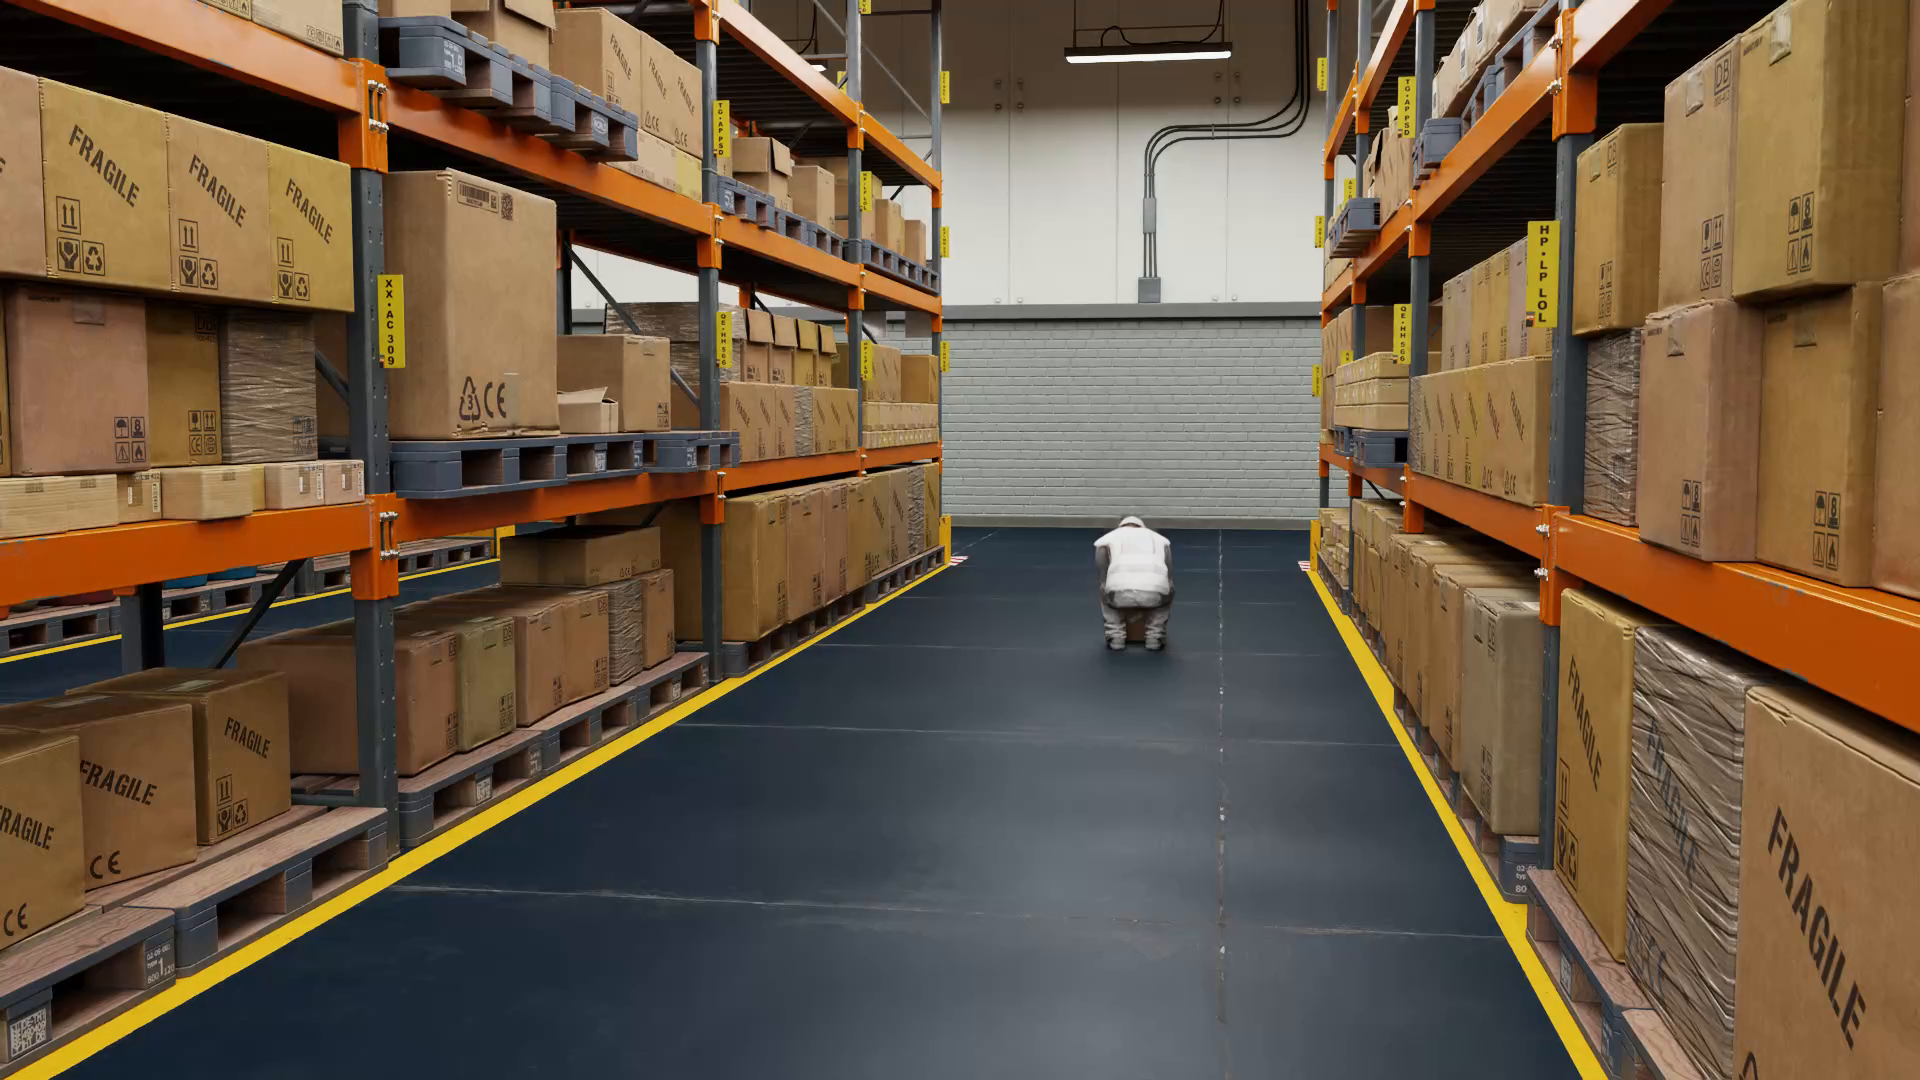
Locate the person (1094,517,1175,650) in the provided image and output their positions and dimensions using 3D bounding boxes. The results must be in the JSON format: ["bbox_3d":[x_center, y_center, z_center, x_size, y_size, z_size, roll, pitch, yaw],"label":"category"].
[{"bbox_3d":[1.207,0.300,11.548,0.568,0.885,0.906,1,4,9],"label":"person"}]
